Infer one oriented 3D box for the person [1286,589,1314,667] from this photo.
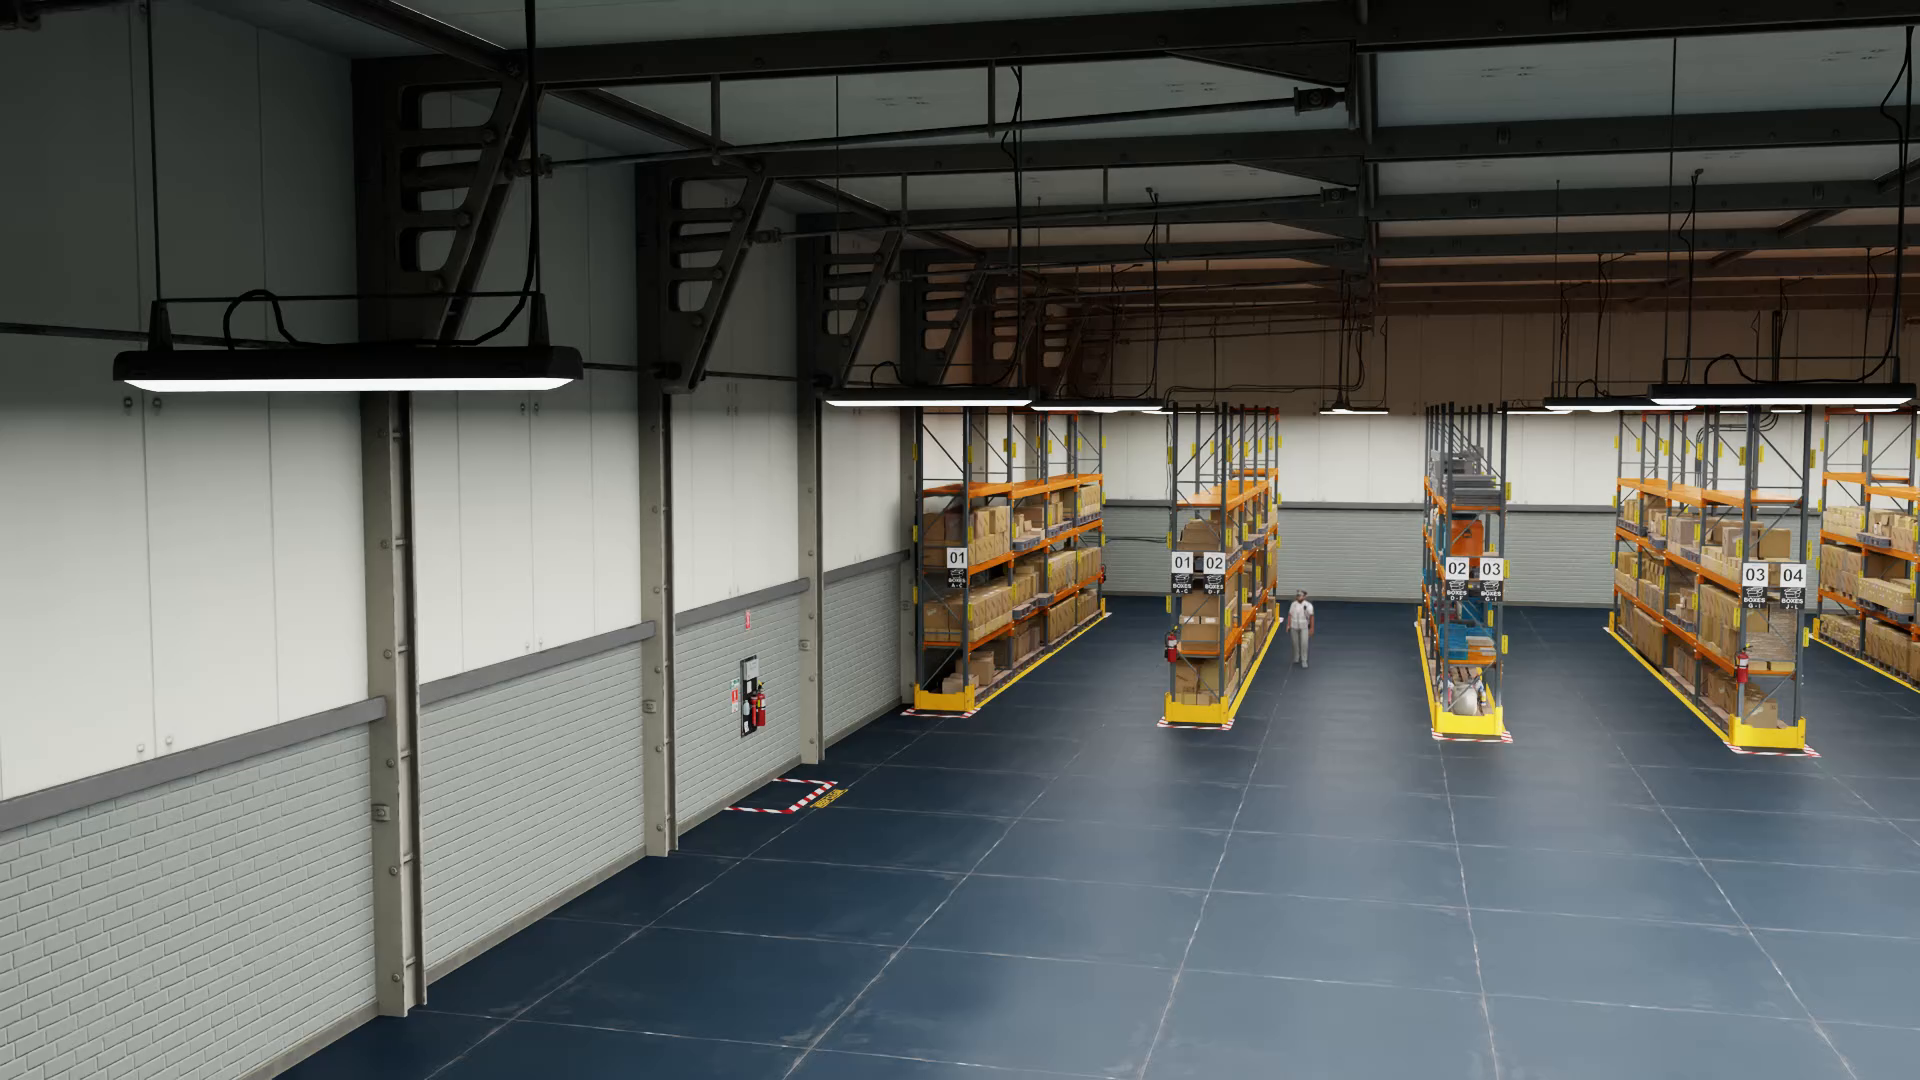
[{"bbox_3d":[7.826,2.006,38.273,0.609,1.741,0.936,1,4,14],"label":"person"}]
